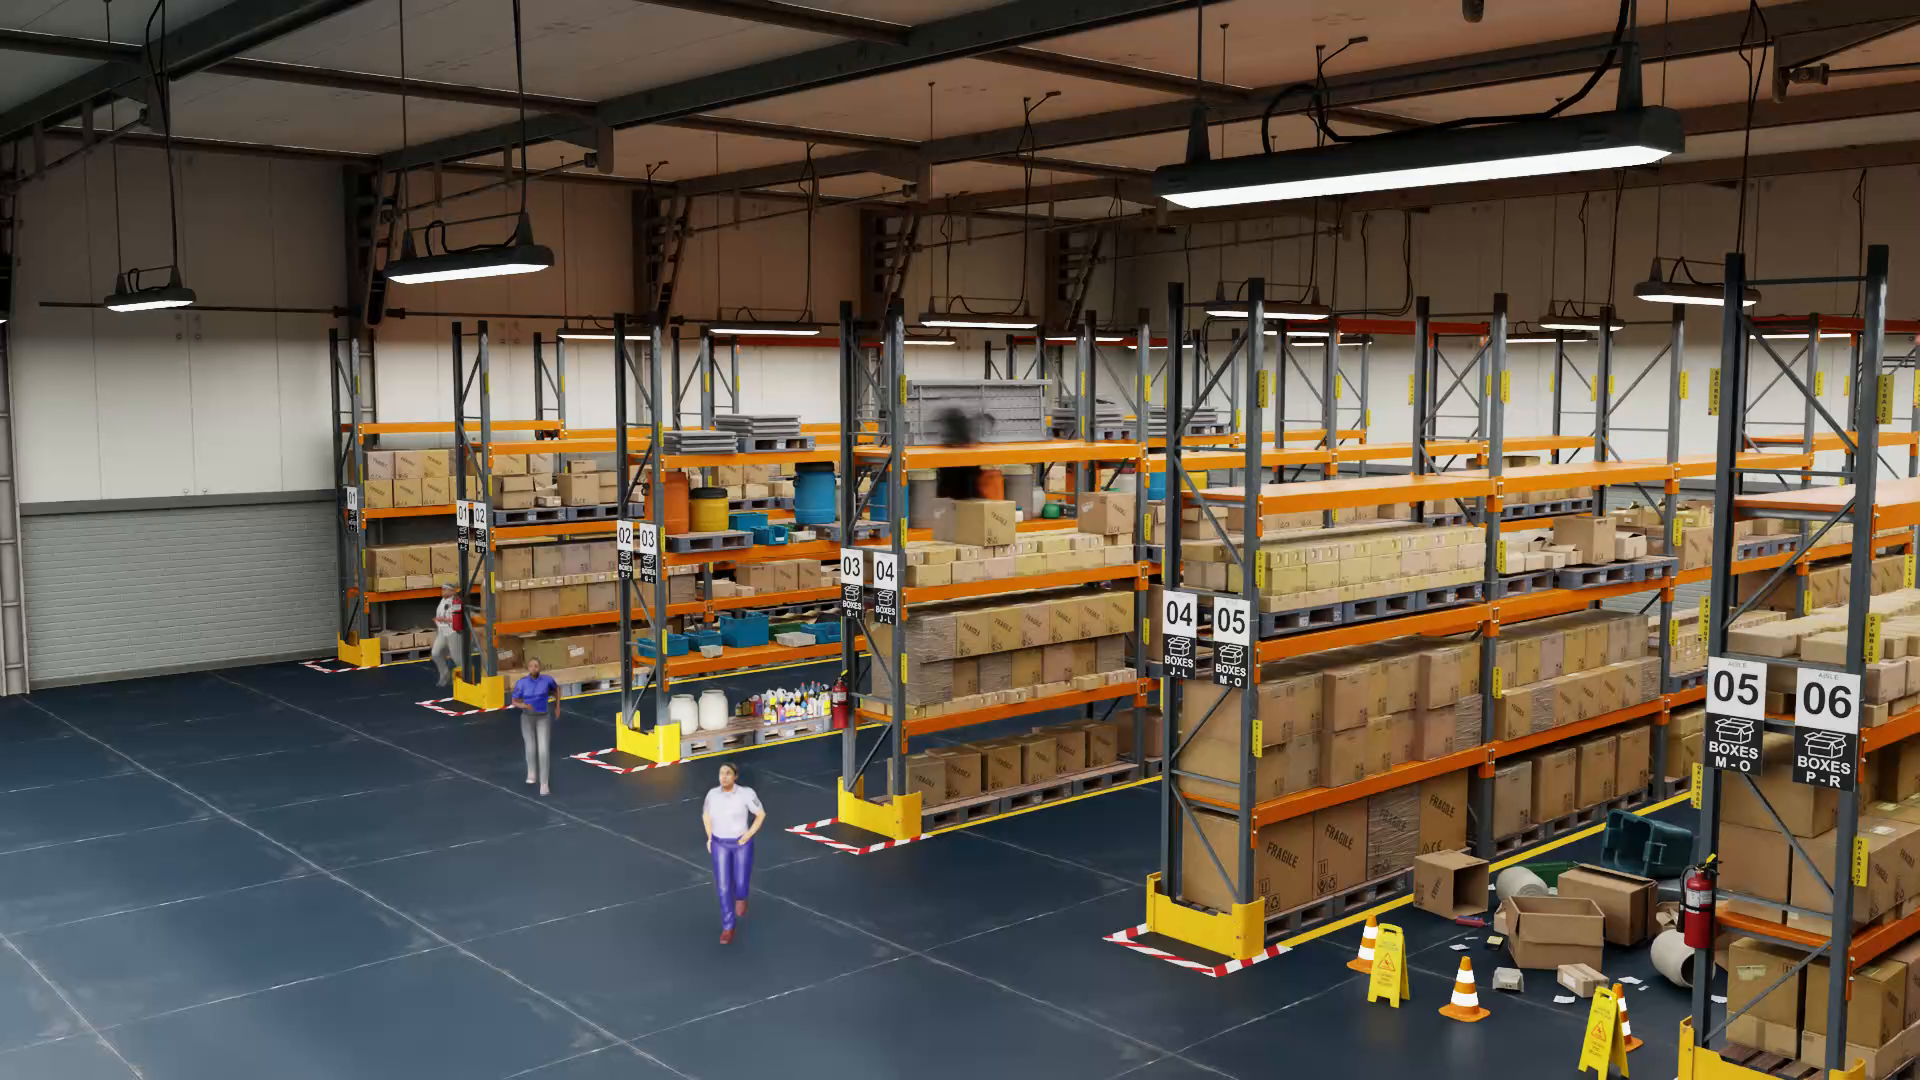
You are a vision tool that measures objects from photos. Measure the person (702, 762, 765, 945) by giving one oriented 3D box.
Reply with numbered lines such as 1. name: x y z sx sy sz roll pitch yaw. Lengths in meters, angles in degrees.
1. person: -2.103 2.855 15.405 0.602 1.637 0.674 0 6 3

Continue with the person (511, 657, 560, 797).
1. person: -5.279 2.301 20.727 0.589 1.726 0.785 -1 6 -13

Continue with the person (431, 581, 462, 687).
1. person: -8.474 1.574 27.655 0.629 1.821 0.763 4 7 34
